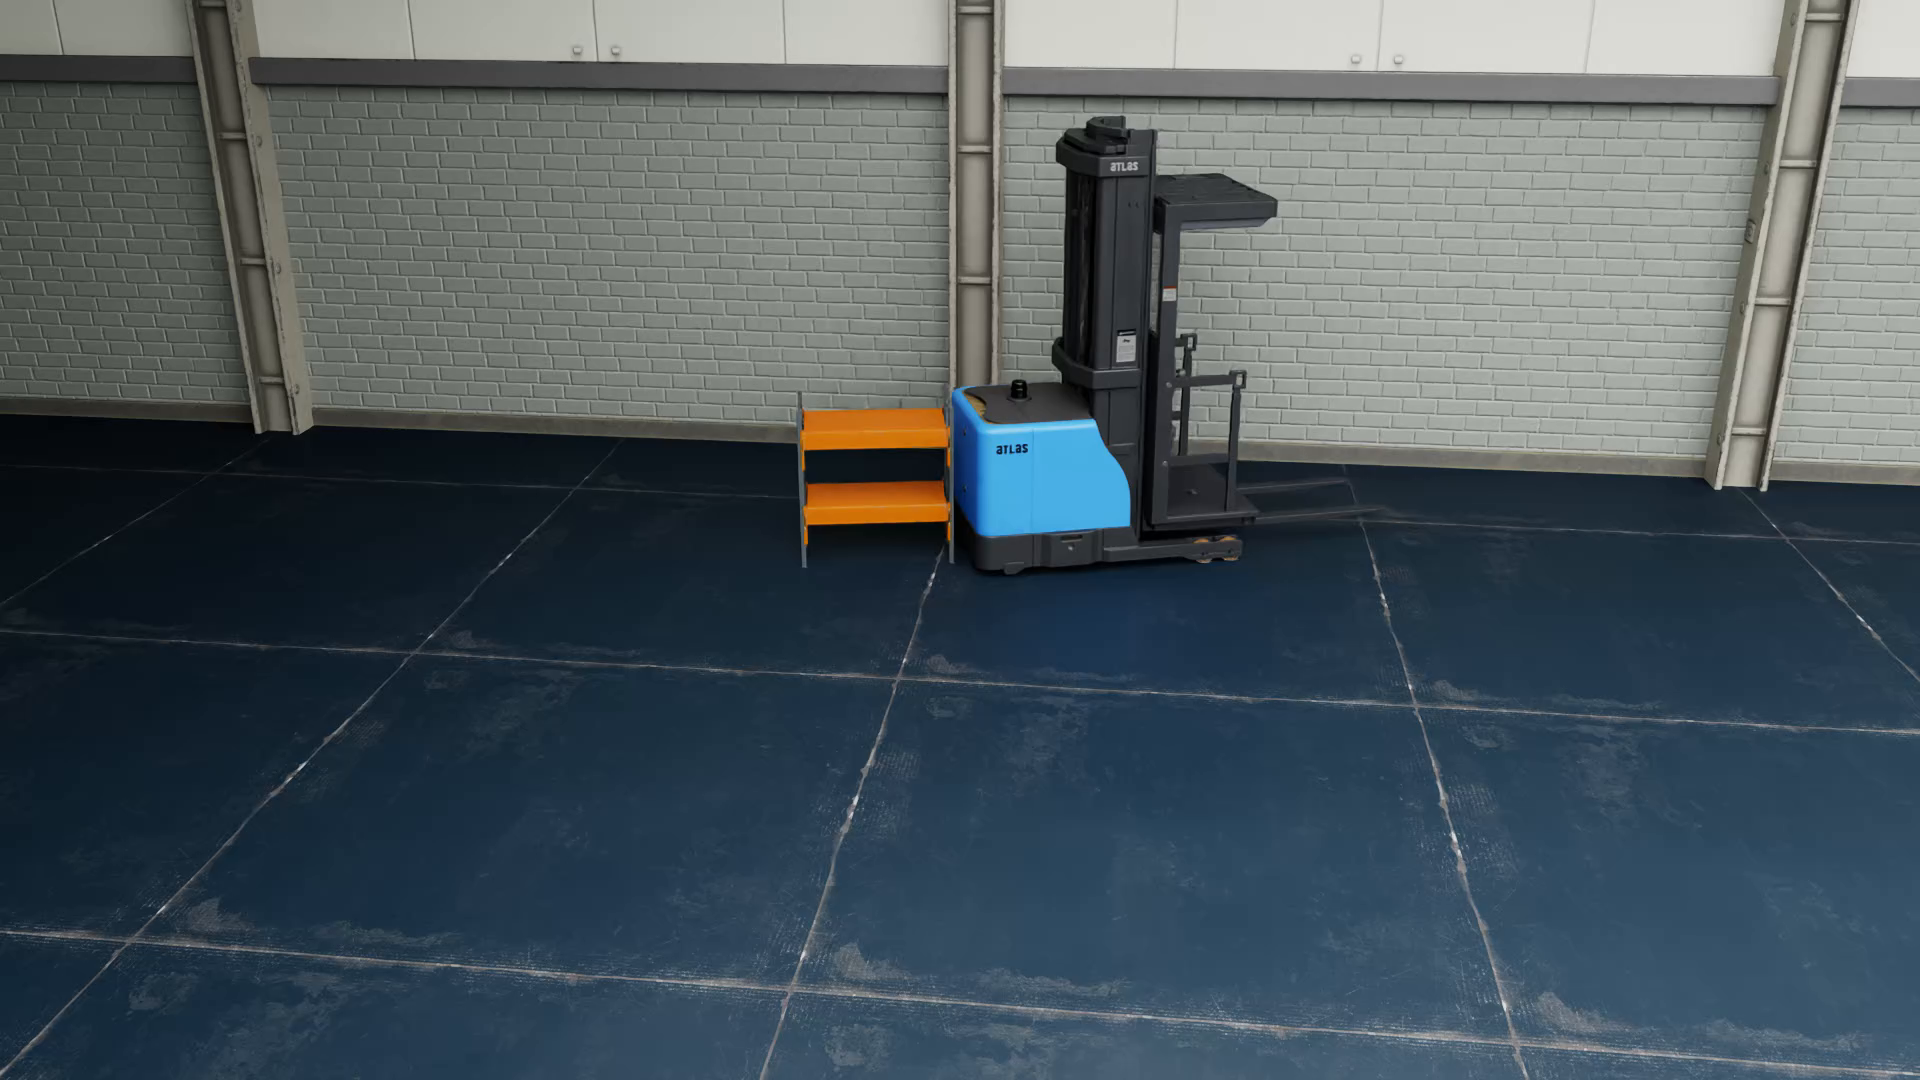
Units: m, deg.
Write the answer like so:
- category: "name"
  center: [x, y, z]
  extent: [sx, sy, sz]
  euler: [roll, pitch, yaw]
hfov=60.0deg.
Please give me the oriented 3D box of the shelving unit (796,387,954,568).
- category: "shelving unit"
  center: [-0.584, -0.434, 11.507]
  extent: [1.048, 1.125, 0.538]
  euler: [-2, 22, -4]

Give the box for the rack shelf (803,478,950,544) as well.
- category: "rack shelf"
  center: [-0.584, -0.207, 11.597]
  extent: [1.000, 0.278, 0.538]
  euler: [-2, 22, -4]

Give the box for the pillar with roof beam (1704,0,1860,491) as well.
- category: "pillar with roof beam"
  center: [5.577, -3.057, 7.432]
  extent: [0.400, 9.000, 9.100]
  euler: [2, 22, 6]

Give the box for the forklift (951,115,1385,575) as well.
- category: "forklift"
  center: [1.495, -1.387, 11.462]
  extent: [3.031, 2.935, 1.130]
  euler: [-4, 22, -11]

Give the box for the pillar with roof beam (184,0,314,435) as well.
- category: "pillar with roof beam"
  center: [-6.339, -3.576, 8.745]
  extent: [0.400, 9.000, 9.100]
  euler: [2, 22, 6]

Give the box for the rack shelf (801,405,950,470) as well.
- category: "rack shelf"
  center: [-0.584, -0.706, 11.400]
  extent: [1.000, 0.278, 0.538]
  euler: [-2, 22, -4]

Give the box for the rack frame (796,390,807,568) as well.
- category: "rack frame"
  center: [-1.091, -0.420, 11.471]
  extent: [0.032, 1.125, 0.500]
  euler: [-2, 22, -4]

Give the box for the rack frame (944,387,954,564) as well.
- category: "rack frame"
  center: [-0.077, -0.448, 11.544]
  extent: [0.032, 1.125, 0.500]
  euler: [-2, 22, -4]

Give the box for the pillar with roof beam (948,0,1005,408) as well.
- category: "pillar with roof beam"
  center: [-0.381, -3.316, 8.089]
  extent: [0.400, 9.000, 9.100]
  euler: [2, 22, 6]
